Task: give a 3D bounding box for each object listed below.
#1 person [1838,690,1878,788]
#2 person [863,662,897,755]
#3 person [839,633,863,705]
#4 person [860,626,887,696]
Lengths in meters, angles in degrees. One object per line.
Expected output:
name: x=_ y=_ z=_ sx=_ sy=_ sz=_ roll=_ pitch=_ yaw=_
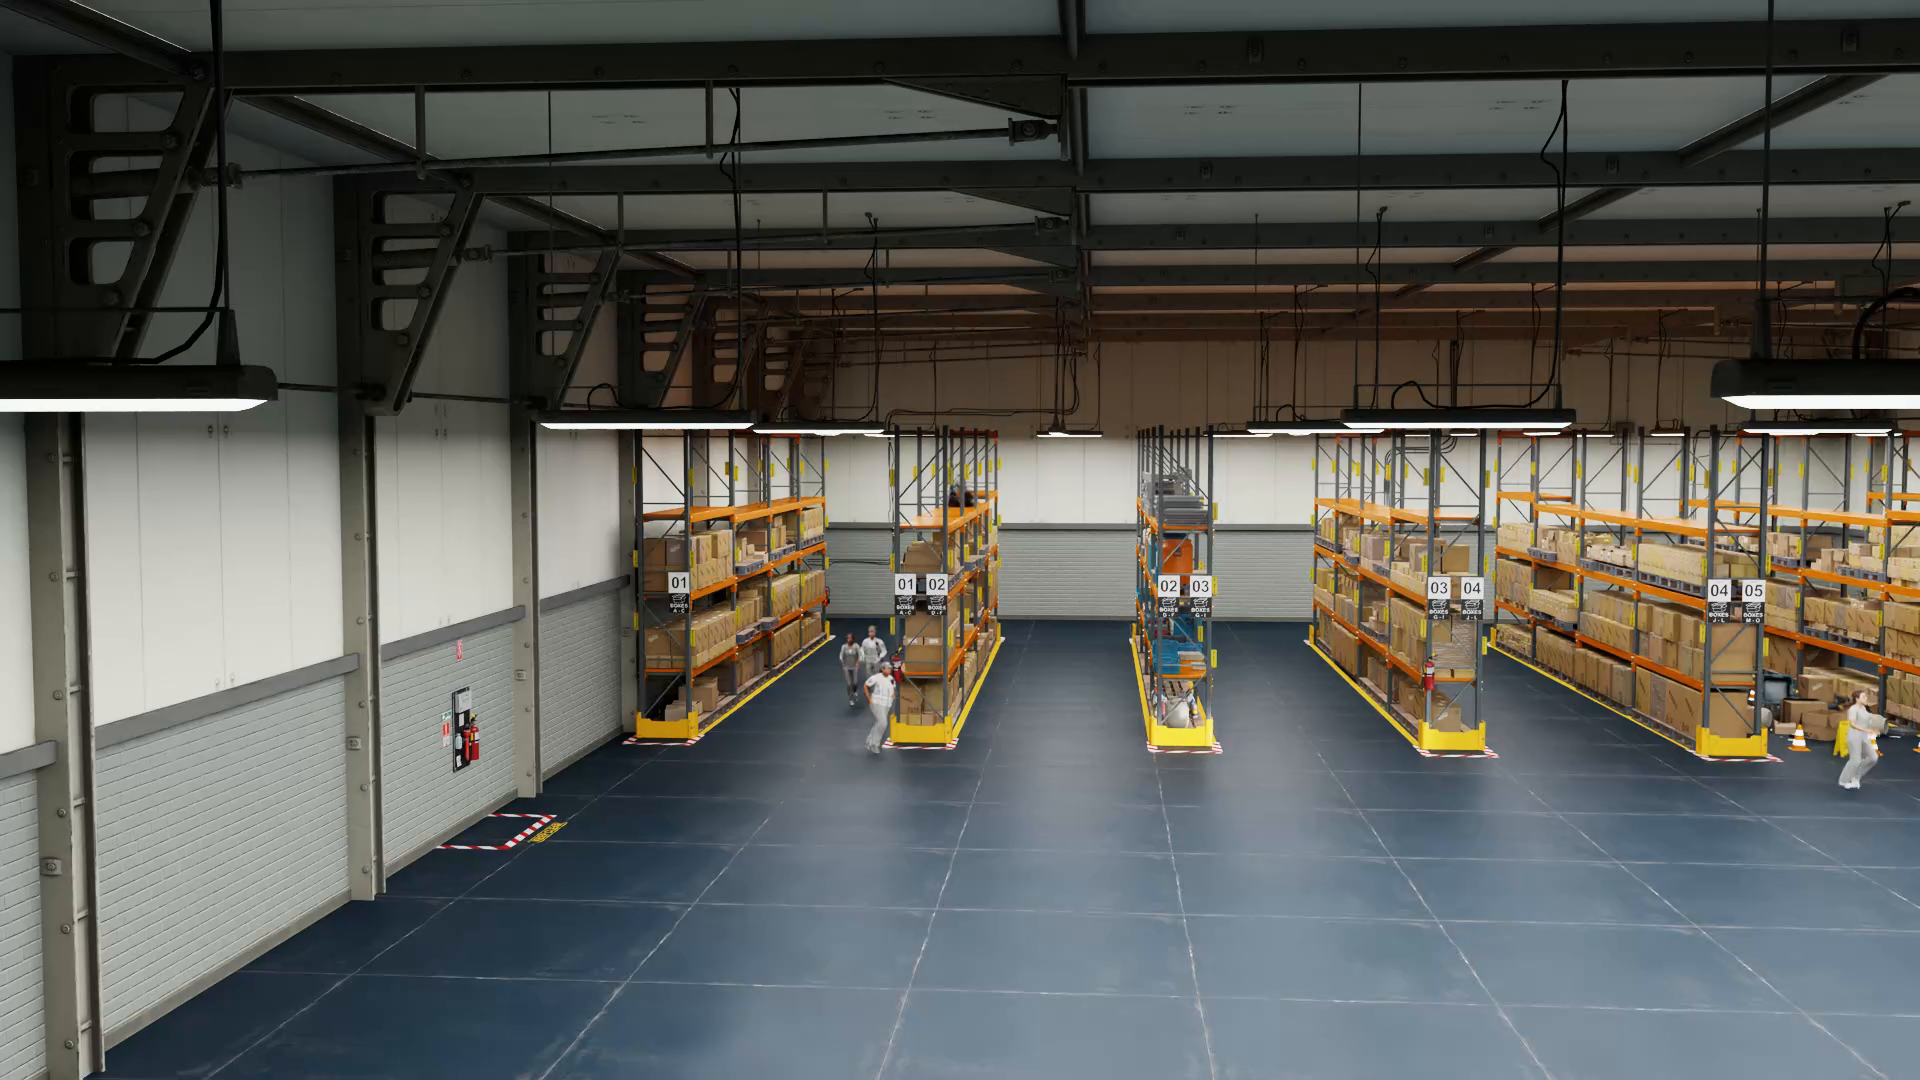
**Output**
person: x=14.725 y=3.260 z=27.191 sx=0.587 sy=1.646 sz=0.630 roll=-2 pitch=4 yaw=-34
person: x=-1.450 y=3.082 z=30.579 sx=0.652 sy=1.689 sz=0.644 roll=3 pitch=5 yaw=44
person: x=-2.356 y=2.788 z=35.875 sx=0.512 sy=1.554 sz=0.530 roll=0 pitch=3 yaw=0
person: x=-1.923 y=2.702 z=36.618 sx=0.600 sy=1.649 sz=0.578 roll=0 pitch=3 yaw=6
